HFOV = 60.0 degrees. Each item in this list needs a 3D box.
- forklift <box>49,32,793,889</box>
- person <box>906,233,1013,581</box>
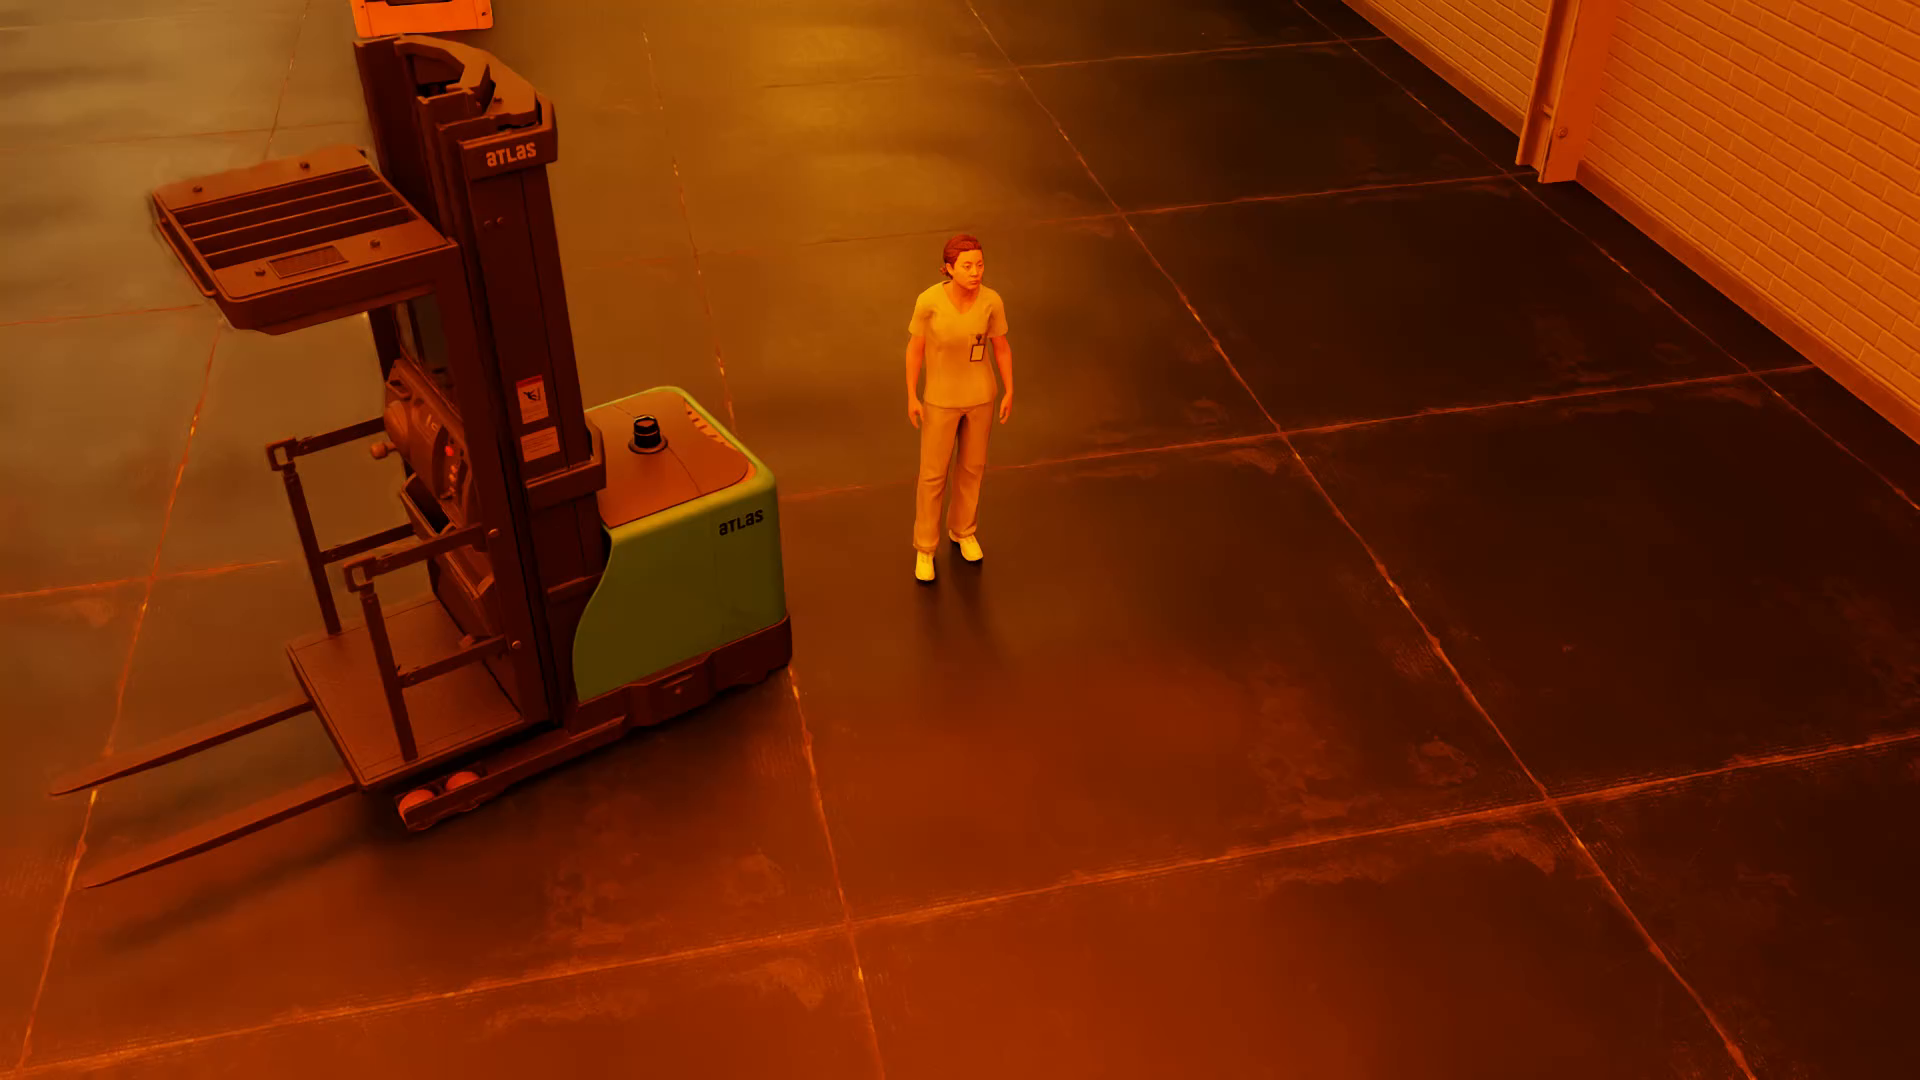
[{"bbox_3d":[-2.280,-0.342,6.525,3.031,2.935,1.130,-22,41,-27],"label":"forklift"},{"bbox_3d":[0.003,-0.642,8.005,0.549,1.673,0.548,-8,36,-11],"label":"person"}]
